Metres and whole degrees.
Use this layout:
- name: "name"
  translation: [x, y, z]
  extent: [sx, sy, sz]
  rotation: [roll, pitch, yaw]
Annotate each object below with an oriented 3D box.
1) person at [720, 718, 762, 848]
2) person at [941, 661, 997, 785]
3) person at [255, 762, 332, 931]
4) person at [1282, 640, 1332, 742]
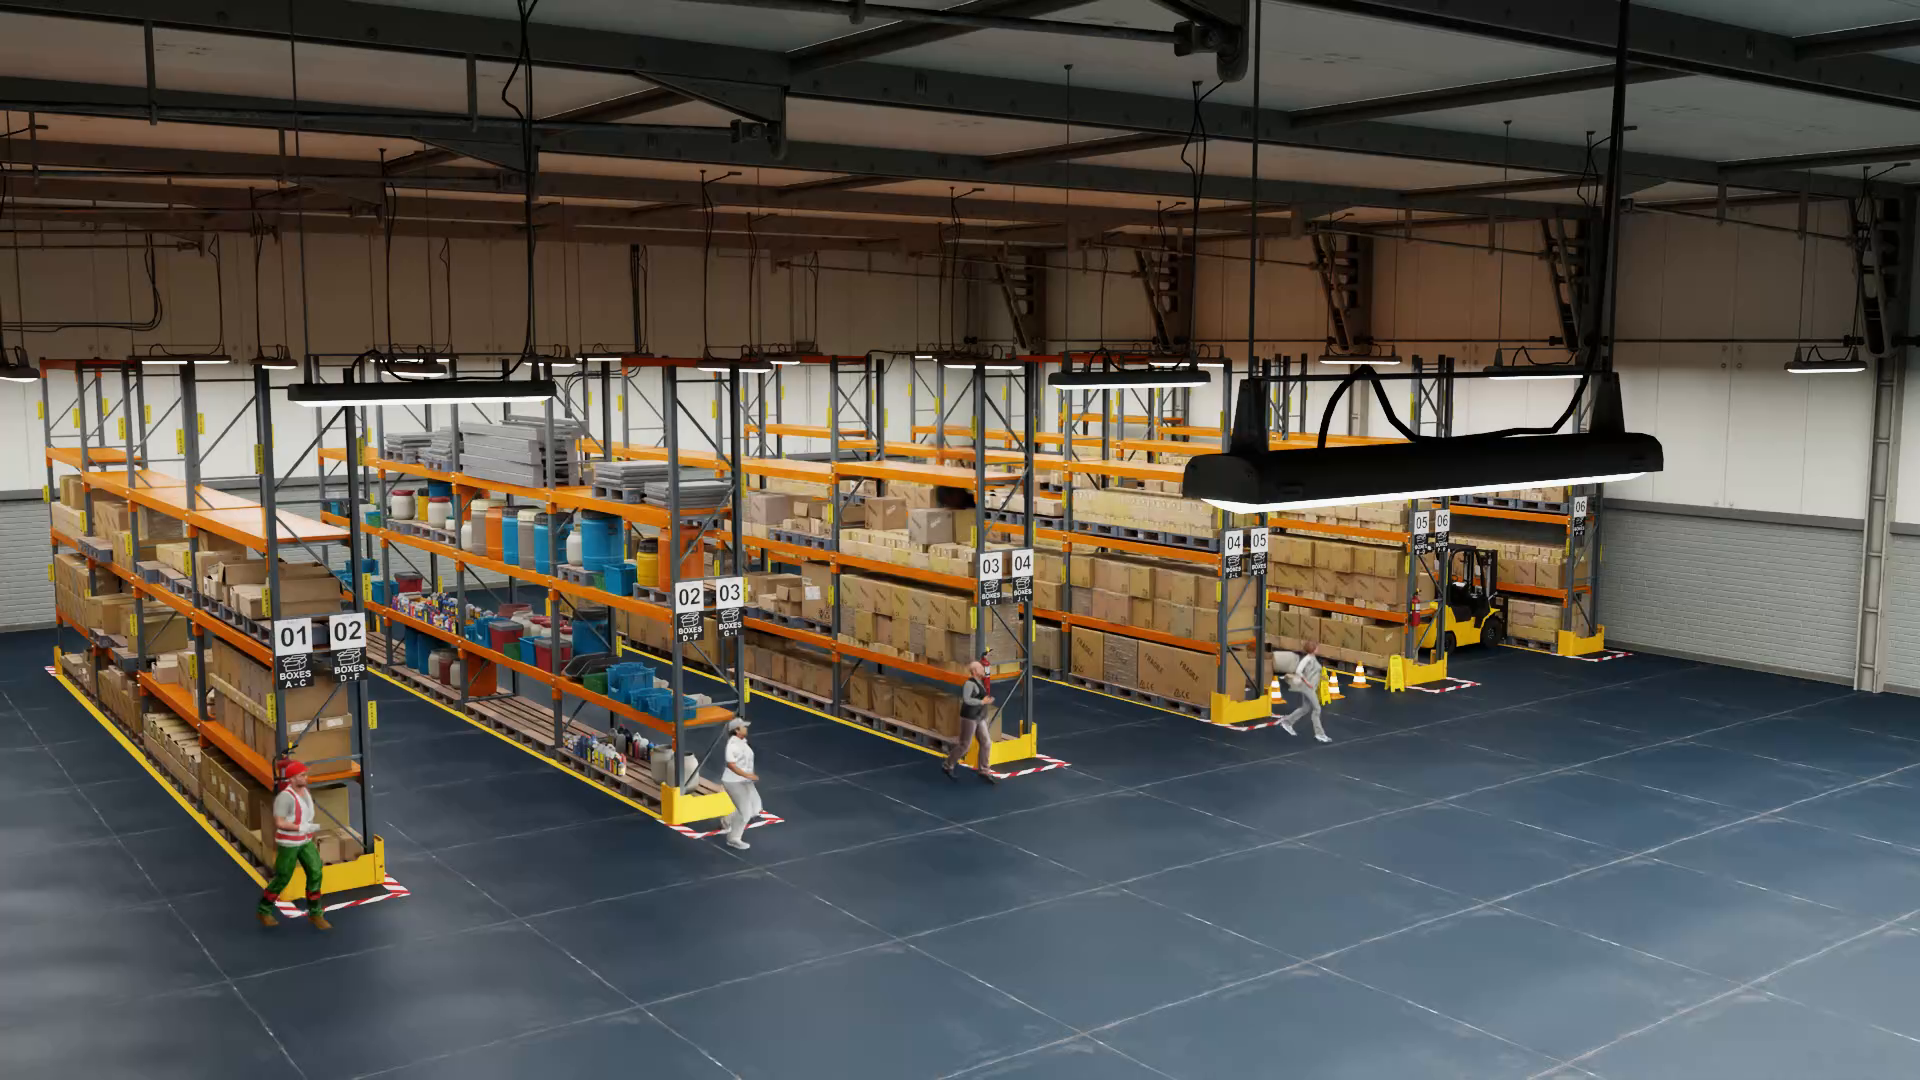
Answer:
- name: "person"
  translation: [-2.762, 3.038, 20.886]
  extent: [0.536, 1.628, 0.660]
  rotation: [1, 7, 6]
- name: "person"
  translation: [0.169, 2.618, 23.895]
  extent: [0.821, 1.768, 0.663]
  rotation: [3, 7, 22]
- name: "person"
  translation: [-7.167, 3.292, 17.938]
  extent: [0.803, 1.840, 0.696]
  rotation: [2, 7, 14]
- name: "person"
  translation: [5.512, 2.377, 26.344]
  extent: [0.804, 1.606, 0.540]
  rotation: [2, 7, 16]
